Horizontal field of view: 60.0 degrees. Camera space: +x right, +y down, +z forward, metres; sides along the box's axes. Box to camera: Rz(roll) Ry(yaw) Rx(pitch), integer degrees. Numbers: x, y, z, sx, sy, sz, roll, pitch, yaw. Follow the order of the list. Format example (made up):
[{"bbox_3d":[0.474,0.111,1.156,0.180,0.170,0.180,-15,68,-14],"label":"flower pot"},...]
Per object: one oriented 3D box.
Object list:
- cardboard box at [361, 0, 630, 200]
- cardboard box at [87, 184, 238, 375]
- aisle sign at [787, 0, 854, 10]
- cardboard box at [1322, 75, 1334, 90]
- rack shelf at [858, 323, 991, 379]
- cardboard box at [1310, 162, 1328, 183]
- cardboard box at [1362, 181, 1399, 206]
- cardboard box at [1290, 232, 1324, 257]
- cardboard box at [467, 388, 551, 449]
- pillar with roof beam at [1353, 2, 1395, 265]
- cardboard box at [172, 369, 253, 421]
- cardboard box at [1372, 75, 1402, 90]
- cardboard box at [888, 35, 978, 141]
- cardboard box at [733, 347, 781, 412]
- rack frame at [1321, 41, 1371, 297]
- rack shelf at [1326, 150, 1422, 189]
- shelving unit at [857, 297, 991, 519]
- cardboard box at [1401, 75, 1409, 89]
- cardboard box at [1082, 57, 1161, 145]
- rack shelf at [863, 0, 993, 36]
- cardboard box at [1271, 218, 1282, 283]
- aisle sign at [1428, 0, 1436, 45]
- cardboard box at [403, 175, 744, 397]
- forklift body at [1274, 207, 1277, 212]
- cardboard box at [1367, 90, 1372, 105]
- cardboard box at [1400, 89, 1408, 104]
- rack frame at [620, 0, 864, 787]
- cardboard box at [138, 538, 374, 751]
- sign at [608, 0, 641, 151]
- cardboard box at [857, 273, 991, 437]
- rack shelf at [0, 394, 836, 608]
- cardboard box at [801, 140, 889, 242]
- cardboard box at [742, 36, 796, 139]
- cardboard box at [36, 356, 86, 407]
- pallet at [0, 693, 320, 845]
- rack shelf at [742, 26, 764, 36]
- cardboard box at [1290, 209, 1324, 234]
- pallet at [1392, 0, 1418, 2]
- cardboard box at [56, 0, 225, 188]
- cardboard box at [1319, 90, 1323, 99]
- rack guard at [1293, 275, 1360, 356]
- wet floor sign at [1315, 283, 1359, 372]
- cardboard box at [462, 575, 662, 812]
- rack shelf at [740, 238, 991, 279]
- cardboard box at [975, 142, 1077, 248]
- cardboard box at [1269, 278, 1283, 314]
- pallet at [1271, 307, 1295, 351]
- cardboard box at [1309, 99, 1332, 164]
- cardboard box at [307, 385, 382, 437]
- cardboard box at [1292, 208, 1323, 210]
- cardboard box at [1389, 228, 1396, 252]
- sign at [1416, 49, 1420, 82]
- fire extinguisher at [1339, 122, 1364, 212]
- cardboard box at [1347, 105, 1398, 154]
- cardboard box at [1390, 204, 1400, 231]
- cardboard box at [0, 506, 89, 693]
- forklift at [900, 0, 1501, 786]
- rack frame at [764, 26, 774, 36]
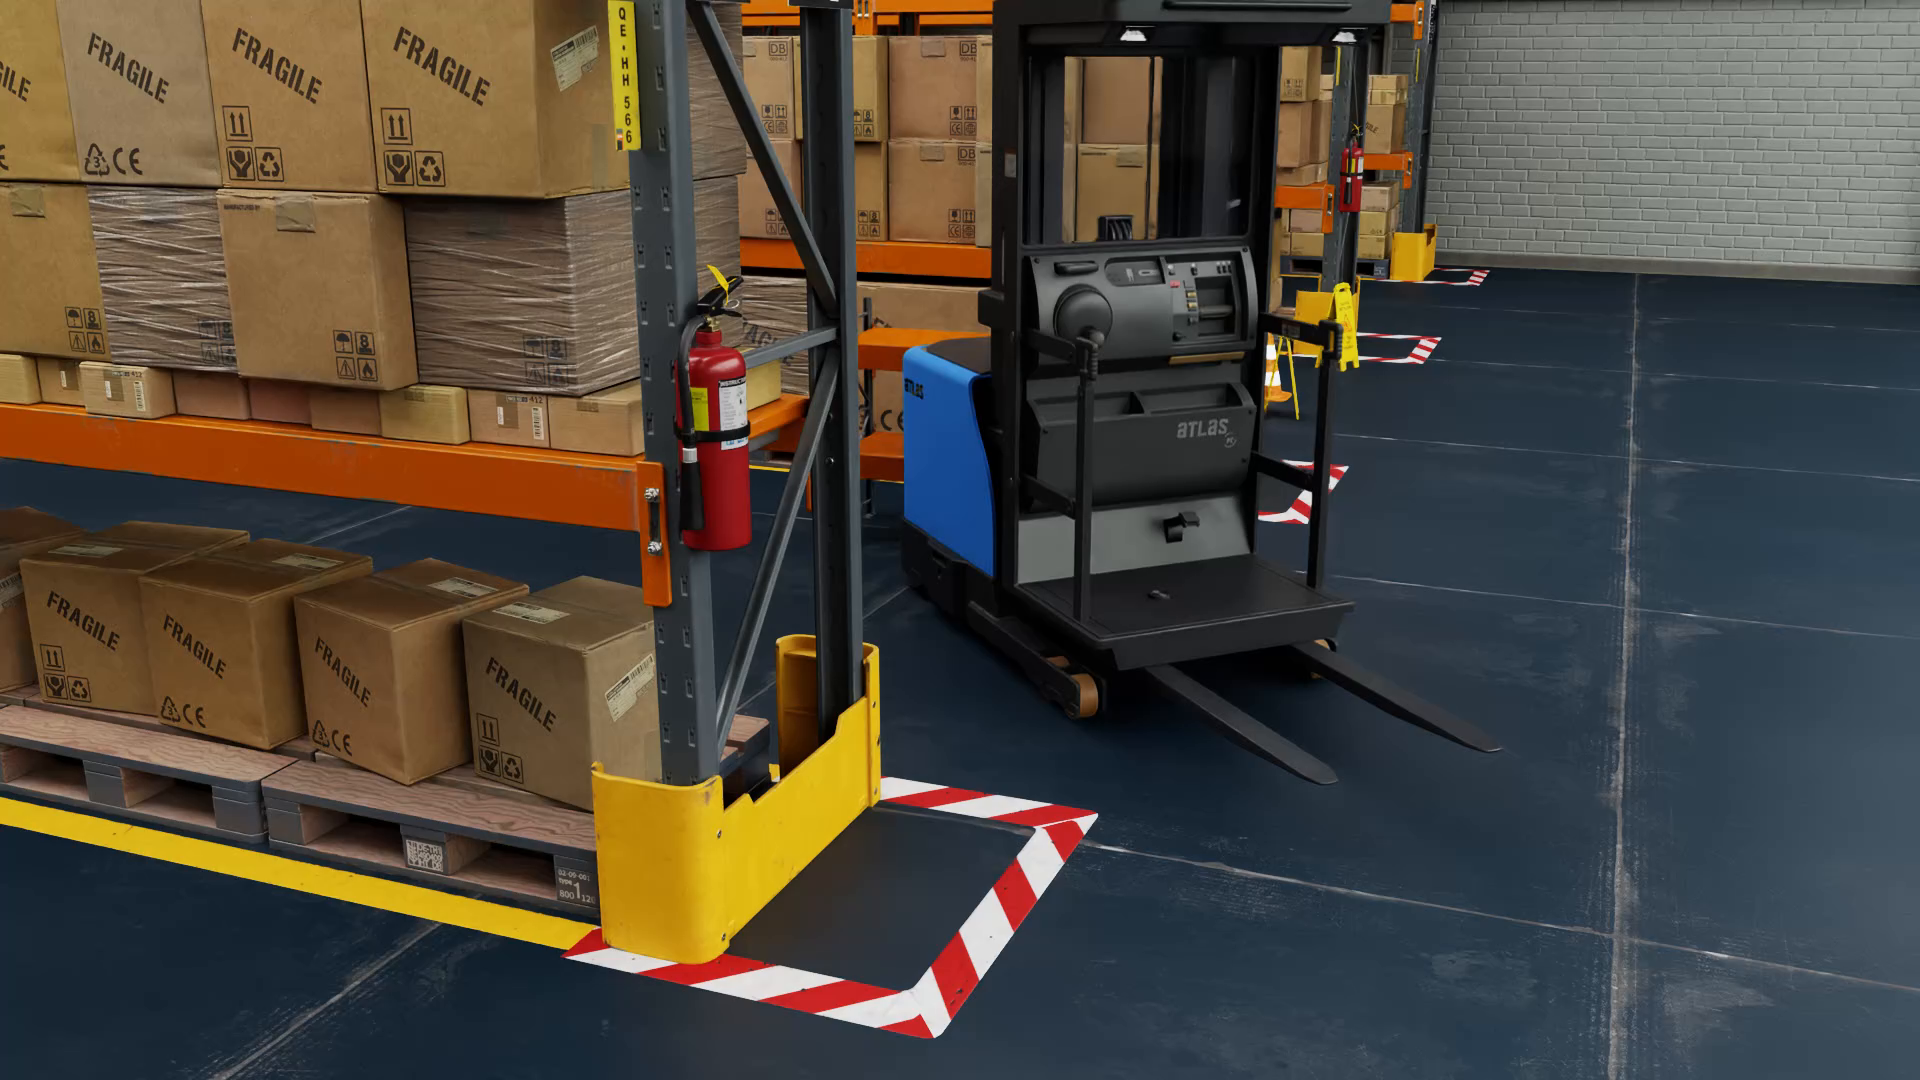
[{"bbox_3d":[-1.140,-1.149,4.245,0.500,0.500,0.500,6,17,21],"label":"cardboard box"},{"bbox_3d":[-1.998,-0.822,4.913,0.500,0.500,0.875,6,17,21],"label":"cardboard box"},{"bbox_3d":[-0.370,-1.806,4.350,0.004,0.787,0.394,6,17,21],"label":"aisle sign"},{"bbox_3d":[4.011,-4.865,17.675,0.250,0.149,0.380,7,17,22],"label":"cardboard box"},{"bbox_3d":[-0.062,-0.847,8.025,1.000,0.278,0.538,6,17,19],"label":"rack shelf"},{"bbox_3d":[2.858,-3.024,13.660,0.250,0.149,0.380,6,17,21],"label":"cardboard box"},{"bbox_3d":[4.538,-3.803,18.279,0.500,0.250,0.500,6,17,20],"label":"cardboard box"},{"bbox_3d":[3.904,-3.244,18.147,0.500,0.250,0.500,6,17,21],"label":"cardboard box"},{"bbox_3d":[-1.111,-0.366,4.506,0.250,0.149,0.380,6,17,21],"label":"cardboard box"},{"bbox_3d":[3.019,-6.413,14.124,0.400,9.000,9.100,6,17,21],"label":"pillar with roof beam"},{"bbox_3d":[-2.048,-0.464,4.843,0.250,0.149,0.380,6,17,21],"label":"cardboard box"},{"bbox_3d":[4.505,-4.828,17.548,0.250,0.149,0.380,6,17,21],"label":"cardboard box"},{"bbox_3d":[0.028,-2.525,9.286,0.550,0.550,0.875,6,17,21],"label":"cardboard box"},{"bbox_3d":[-0.716,-0.456,4.815,0.250,0.149,0.380,6,17,21],"label":"cardboard box"},{"bbox_3d":[3.098,-3.056,13.320,0.127,3.000,1.000,6,17,21],"label":"rack frame"},{"bbox_3d":[3.055,-4.203,18.561,4.000,0.370,1.077,6,17,21],"label":"rack shelf"},{"bbox_3d":[-0.062,-0.566,8.106,1.048,1.125,0.538,6,17,19],"label":"shelving unit"},{"bbox_3d":[4.682,-4.936,17.919,0.250,0.149,0.380,6,17,20],"label":"cardboard box"},{"bbox_3d":[1.045,-2.400,8.856,0.550,0.550,0.875,6,17,21],"label":"cardboard box"},{"bbox_3d":[1.238,-4.356,13.707,4.000,0.370,1.077,6,17,21],"label":"rack shelf"},{"bbox_3d":[2.427,-2.454,14.079,0.500,0.500,0.500,6,17,19],"label":"cardboard box"},{"bbox_3d":[4.869,-5.509,17.108,0.004,0.787,0.394,6,17,21],"label":"aisle sign"},{"bbox_3d":[-1.040,-0.740,4.630,0.500,0.500,0.875,6,17,21],"label":"cardboard box"},{"bbox_3d":[2.482,-3.657,16.912,1.214,2.155,2.313,6,17,21],"label":"forklift body"},{"bbox_3d":[4.242,-4.684,17.587,0.250,0.149,0.380,7,17,22],"label":"cardboard box"},{"bbox_3d":[4.695,-4.805,18.003,0.250,0.149,0.380,6,17,19],"label":"cardboard box"},{"bbox_3d":[-0.538,-0.486,4.467,0.127,3.000,1.000,6,17,21],"label":"rack frame"},{"bbox_3d":[-2.257,0.324,5.409,0.500,0.500,0.500,8,18,26],"label":"cardboard box"},{"bbox_3d":[-0.760,-1.052,3.772,0.005,0.325,0.100,6,17,21],"label":"sign"},{"bbox_3d":[-0.099,-1.085,9.588,0.875,0.875,0.875,6,17,20],"label":"cardboard box"},{"bbox_3d":[-2.399,-0.345,5.272,4.000,0.370,1.077,6,17,21],"label":"rack shelf"},{"bbox_3d":[-0.489,-2.044,9.565,0.500,0.550,0.875,6,17,21],"label":"cardboard box"},{"bbox_3d":[-1.008,-2.598,9.536,0.550,0.550,0.875,6,17,21],"label":"cardboard box"},{"bbox_3d":[-2.520,-0.511,5.003,0.250,0.149,0.380,6,17,21],"label":"cardboard box"},{"bbox_3d":[-2.483,0.628,5.631,1.213,0.211,1.003,6,17,21],"label":"pallet"},{"bbox_3d":[-4.387,-6.462,20.961,4.000,0.370,1.077,6,17,21],"label":"rack shelf"},{"bbox_3d":[3.886,-3.488,18.089,0.500,0.250,0.500,6,17,20],"label":"cardboard box"},{"bbox_3d":[4.268,-5.821,17.622,1.213,0.211,1.003,6,17,21],"label":"pallet"},{"bbox_3d":[-2.072,-1.250,4.594,0.500,0.500,0.500,6,17,21],"label":"cardboard box"},{"bbox_3d":[3.797,-4.755,17.830,0.250,0.149,0.380,6,17,20],"label":"cardboard box"},{"bbox_3d":[3.027,-1.863,13.695,0.348,0.500,1.175,6,17,21],"label":"rack guard"},{"bbox_3d":[2.882,-1.628,12.625,0.232,0.644,0.267,14,21,40],"label":"wet floor sign"},{"bbox_3d":[-1.113,0.445,4.992,0.500,0.500,0.500,10,19,31],"label":"cardboard box"},{"bbox_3d":[-0.485,-1.621,9.667,4.000,0.370,1.077,6,17,21],"label":"rack shelf"},{"bbox_3d":[0.494,-1.911,9.106,0.550,0.550,0.875,6,17,21],"label":"cardboard box"},{"bbox_3d":[2.449,-2.091,14.176,0.500,0.250,0.500,6,17,20],"label":"cardboard box"},{"bbox_3d":[2.285,-1.817,14.053,1.213,0.211,1.003,6,17,21],"label":"pallet"},{"bbox_3d":[2.759,-3.367,13.679,0.500,0.500,0.500,6,17,20],"label":"cardboard box"},{"bbox_3d":[-1.590,-0.408,4.650,0.250,0.149,0.380,6,17,21],"label":"cardboard box"},{"bbox_3d":[3.896,-3.722,17.999,0.500,0.250,0.500,7,17,22],"label":"cardboard box"},{"bbox_3d":[4.531,-3.326,18.428,0.500,0.250,0.500,6,17,21],"label":"cardboard box"},{"bbox_3d":[4.704,-4.874,17.081,0.005,0.325,0.100,6,17,21],"label":"sign"},{"bbox_3d":[3.035,-2.888,12.879,0.183,0.674,0.296,6,17,21],"label":"fire extinguisher"},{"bbox_3d":[4.362,-4.374,17.680,0.500,0.500,0.500,6,17,19],"label":"cardboard box"},{"bbox_3d":[4.555,-3.567,18.362,0.500,0.250,0.500,7,17,22],"label":"cardboard box"},{"bbox_3d":[-3.366,0.212,5.794,0.500,0.500,0.500,13,21,38],"label":"cardboard box"},{"bbox_3d":[0.778,-0.899,6.013,1.130,2.935,3.031,-7,18,-22],"label":"forklift"},{"bbox_3d":[-2.526,-5.162,20.575,0.127,3.000,1.000,6,17,21],"label":"rack frame"}]
